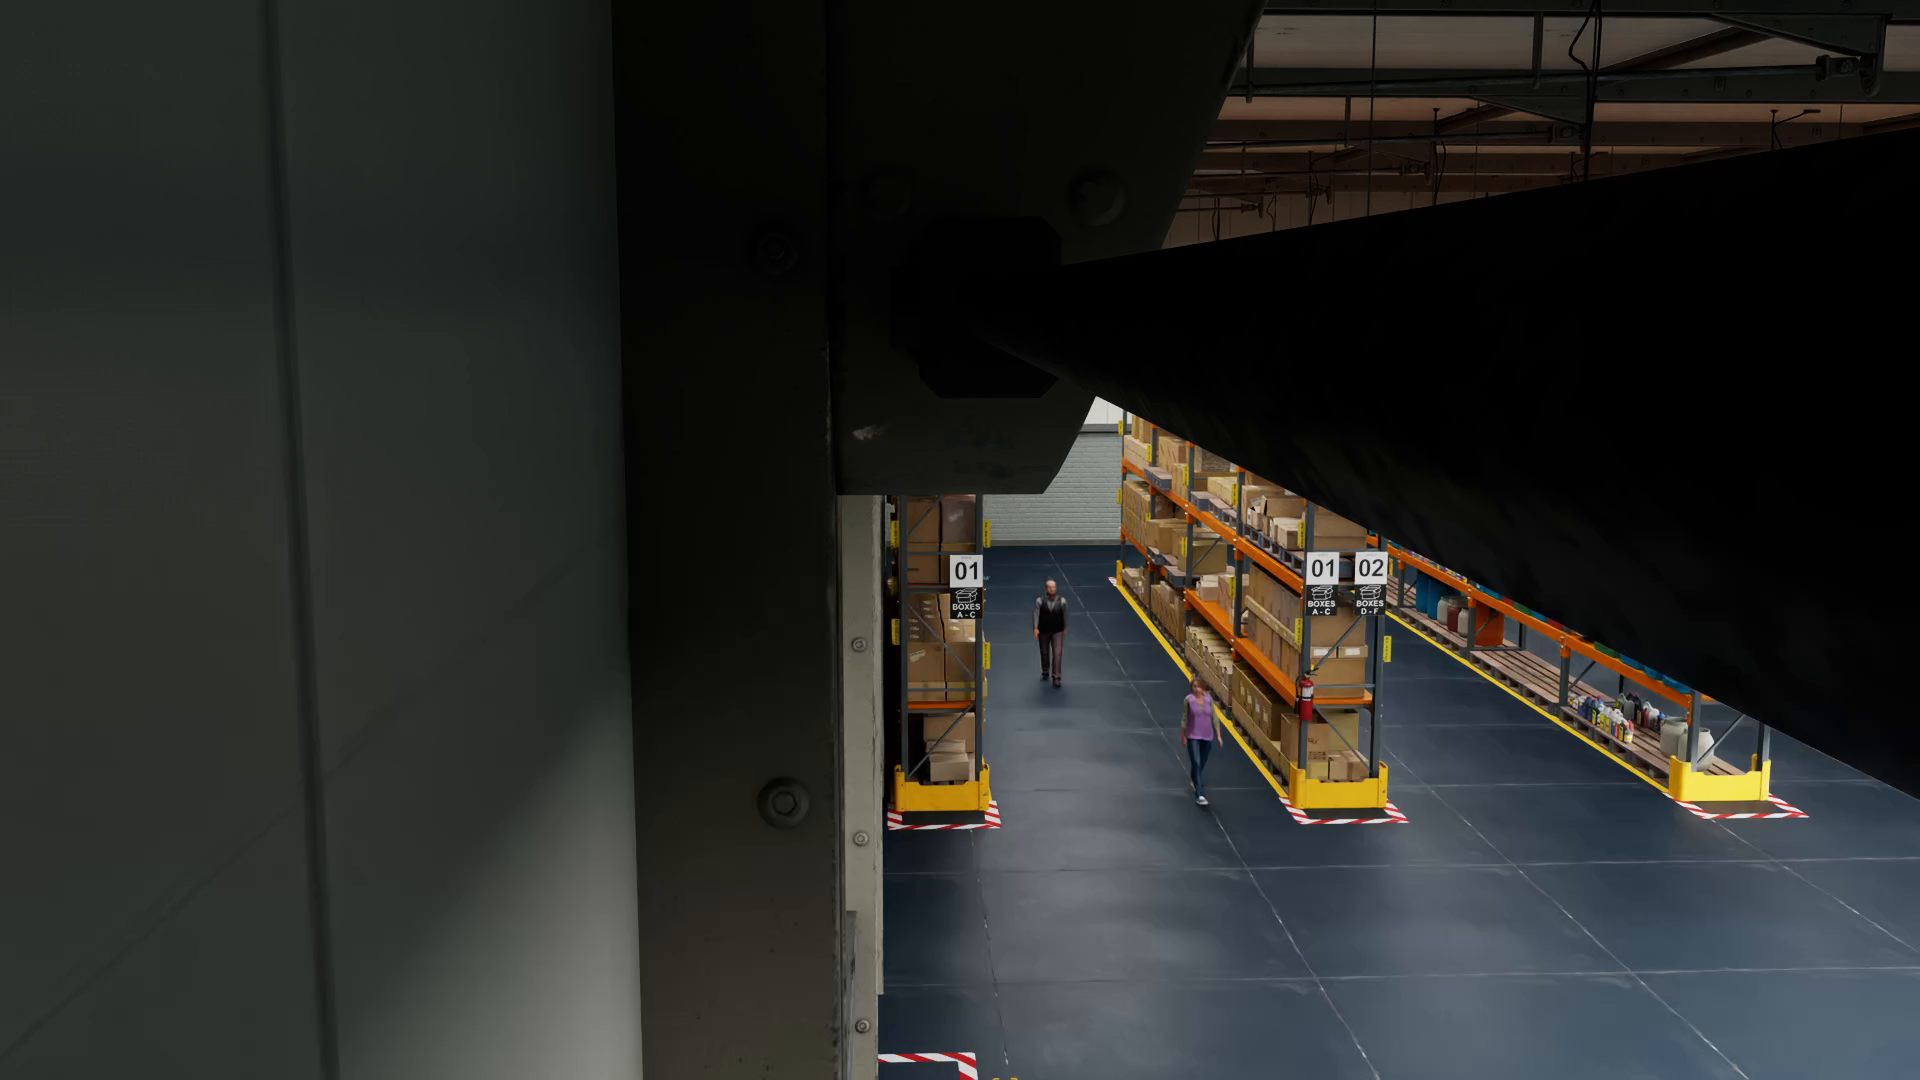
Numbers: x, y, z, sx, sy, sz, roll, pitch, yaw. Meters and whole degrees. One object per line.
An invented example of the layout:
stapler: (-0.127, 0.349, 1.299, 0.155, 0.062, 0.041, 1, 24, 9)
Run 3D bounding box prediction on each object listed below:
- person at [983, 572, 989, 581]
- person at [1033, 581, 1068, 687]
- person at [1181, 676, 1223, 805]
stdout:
person: (0.367, 0.070, 36.981, 0.463, 1.610, 0.987, -8, 11, -42)
person: (1.475, 1.471, 27.148, 0.570, 1.607, 1.053, 0, 8, 0)
person: (3.026, 2.484, 20.863, 0.448, 1.553, 0.893, -1, 9, -9)
